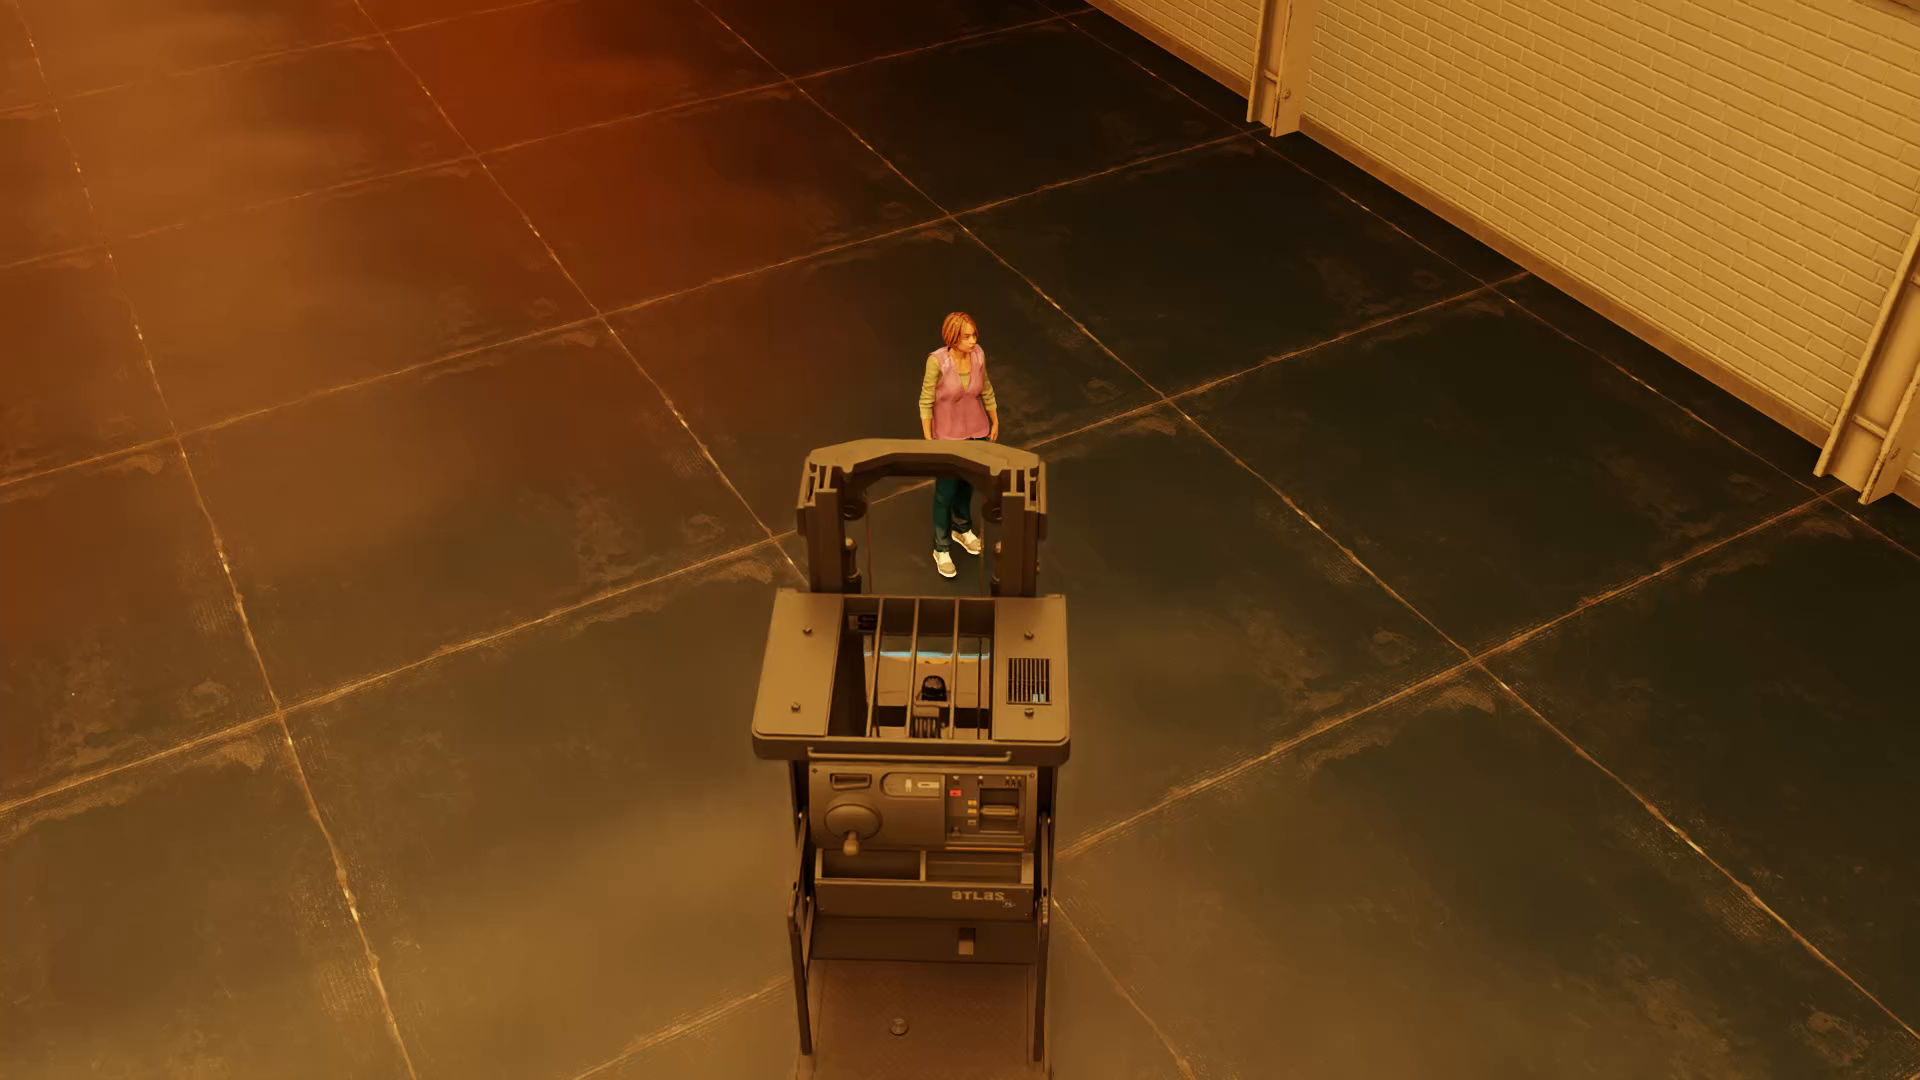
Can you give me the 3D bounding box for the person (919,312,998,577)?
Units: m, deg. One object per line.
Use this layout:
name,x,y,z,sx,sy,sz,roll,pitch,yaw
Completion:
person,0.026,-0.574,9.763,0.521,1.599,0.473,-20,44,-23

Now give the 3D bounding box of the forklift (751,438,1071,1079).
forklift,-0.155,1.176,6.619,1.130,2.935,3.031,1,40,1
